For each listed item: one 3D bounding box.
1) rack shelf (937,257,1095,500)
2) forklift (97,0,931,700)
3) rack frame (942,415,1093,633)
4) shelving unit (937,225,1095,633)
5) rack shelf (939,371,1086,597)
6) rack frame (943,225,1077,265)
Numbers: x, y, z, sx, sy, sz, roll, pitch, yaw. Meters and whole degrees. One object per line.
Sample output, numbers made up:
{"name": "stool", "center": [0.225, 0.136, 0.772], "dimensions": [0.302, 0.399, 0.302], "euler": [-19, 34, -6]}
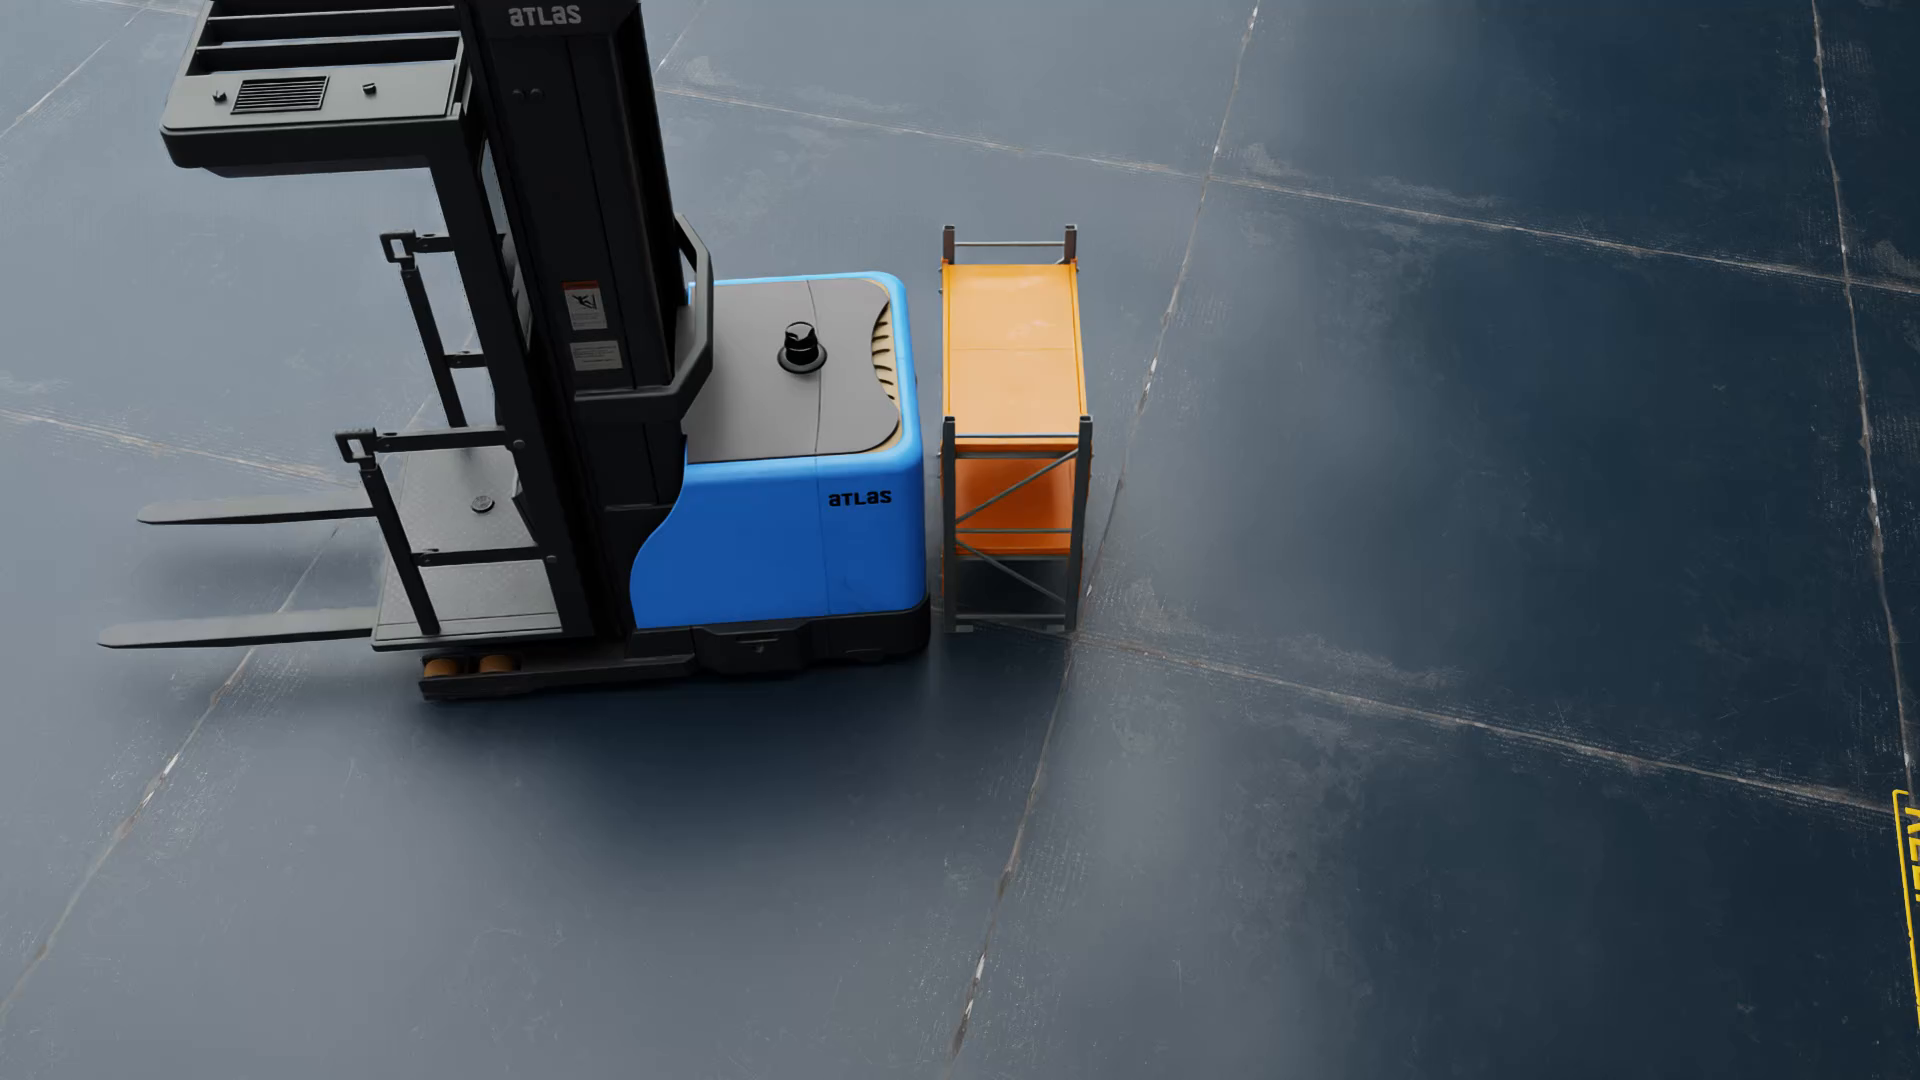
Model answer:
{"name": "rack shelf", "center": [0.189, -0.605, 6.062], "dimensions": [0.538, 0.278, 1.000], "euler": [0, 49, 0]}
{"name": "forklift", "center": [-1.657, -0.796, 5.417], "dimensions": [3.031, 2.935, 1.130], "euler": [-4, 49, -3]}
{"name": "rack frame", "center": [0.191, -0.031, 5.946], "dimensions": [0.500, 1.125, 0.032], "euler": [0, 49, 0]}
{"name": "shelving unit", "center": [0.189, -0.412, 6.282], "dimensions": [0.538, 1.125, 1.048], "euler": [0, 49, 0]}
{"name": "rack shelf", "center": [0.189, -0.250, 6.465], "dimensions": [0.538, 0.278, 1.000], "euler": [0, 49, 0]}
{"name": "rack frame", "center": [0.186, -0.793, 6.618], "dimensions": [0.500, 1.125, 0.032], "euler": [0, 49, 0]}
